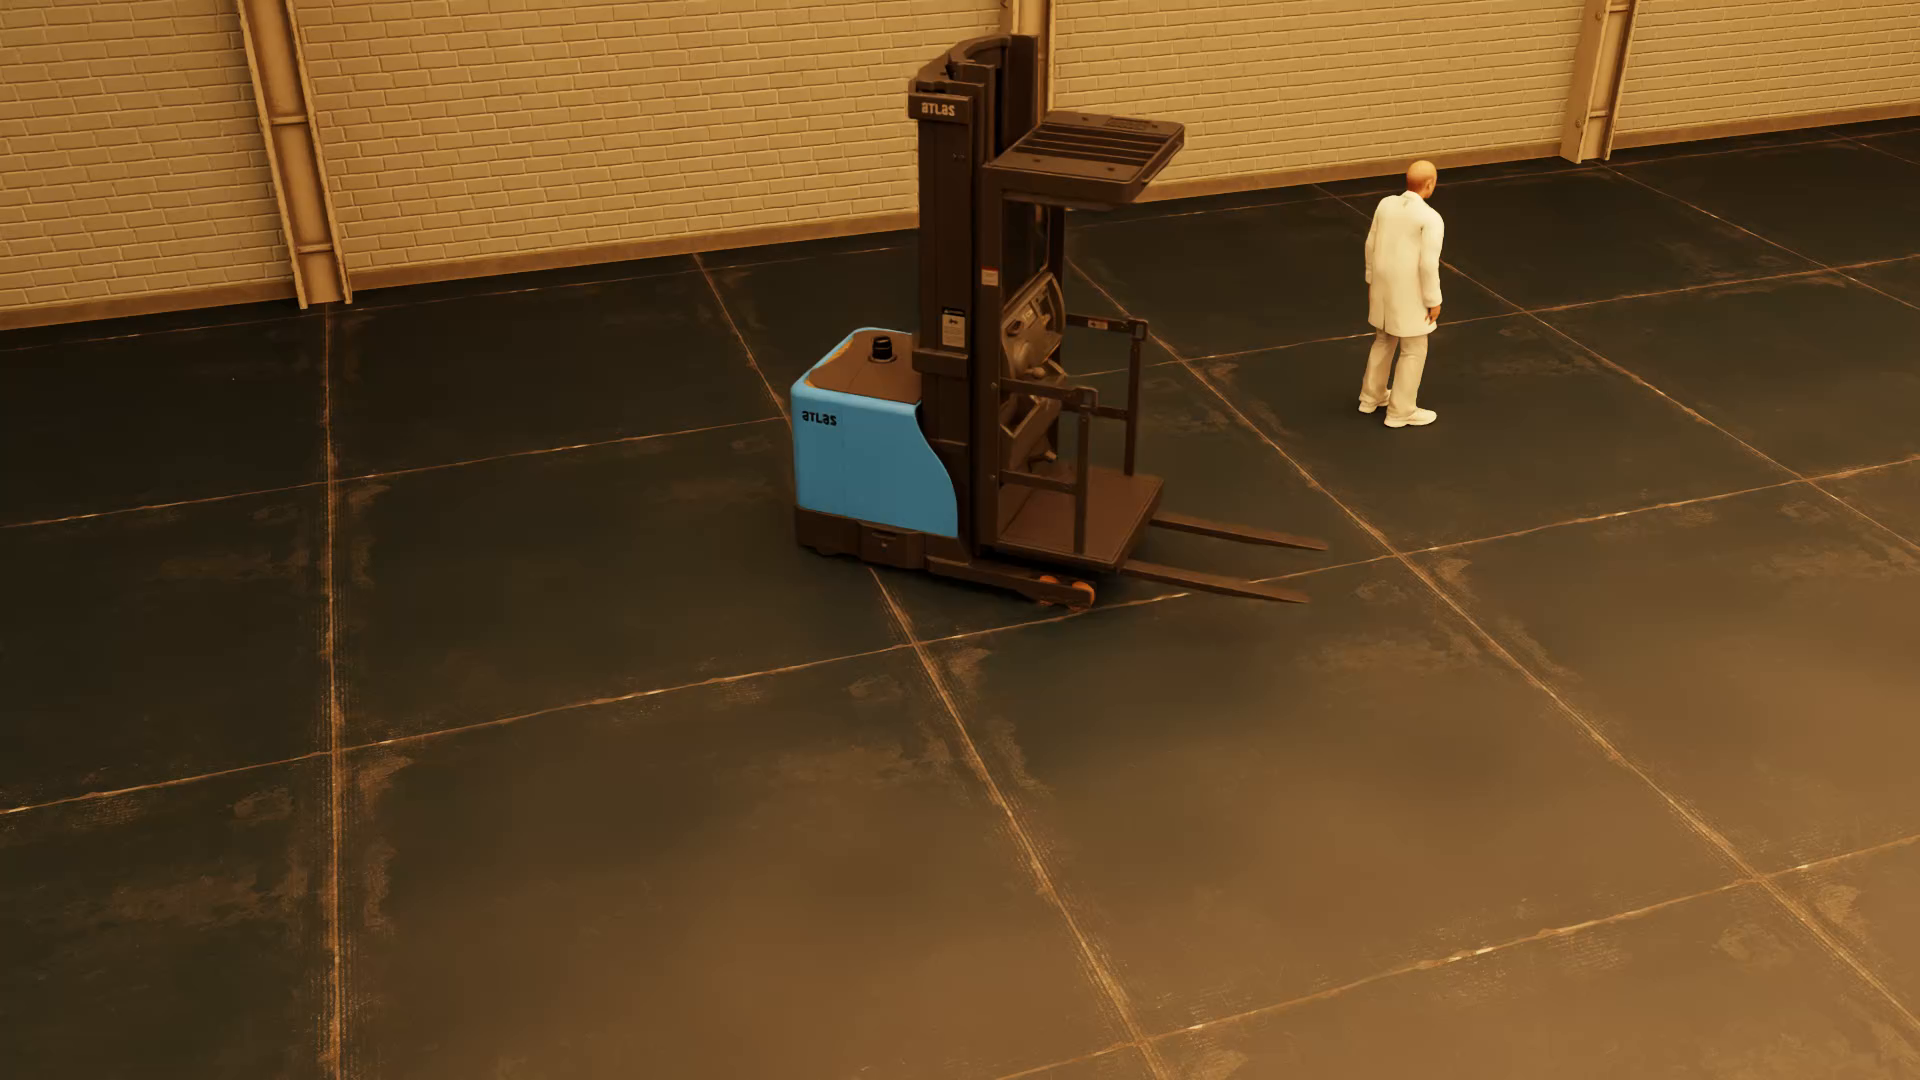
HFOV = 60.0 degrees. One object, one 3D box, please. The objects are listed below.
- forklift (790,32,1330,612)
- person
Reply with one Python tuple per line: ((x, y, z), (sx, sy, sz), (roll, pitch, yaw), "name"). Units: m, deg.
((0.589, -1.167, 9.115), (3.031, 2.935, 1.130), (11, 32, 18), "forklift")
((2.963, -1.652, 11.121), (0.436, 1.772, 0.644), (-17, 34, -27), "person")
